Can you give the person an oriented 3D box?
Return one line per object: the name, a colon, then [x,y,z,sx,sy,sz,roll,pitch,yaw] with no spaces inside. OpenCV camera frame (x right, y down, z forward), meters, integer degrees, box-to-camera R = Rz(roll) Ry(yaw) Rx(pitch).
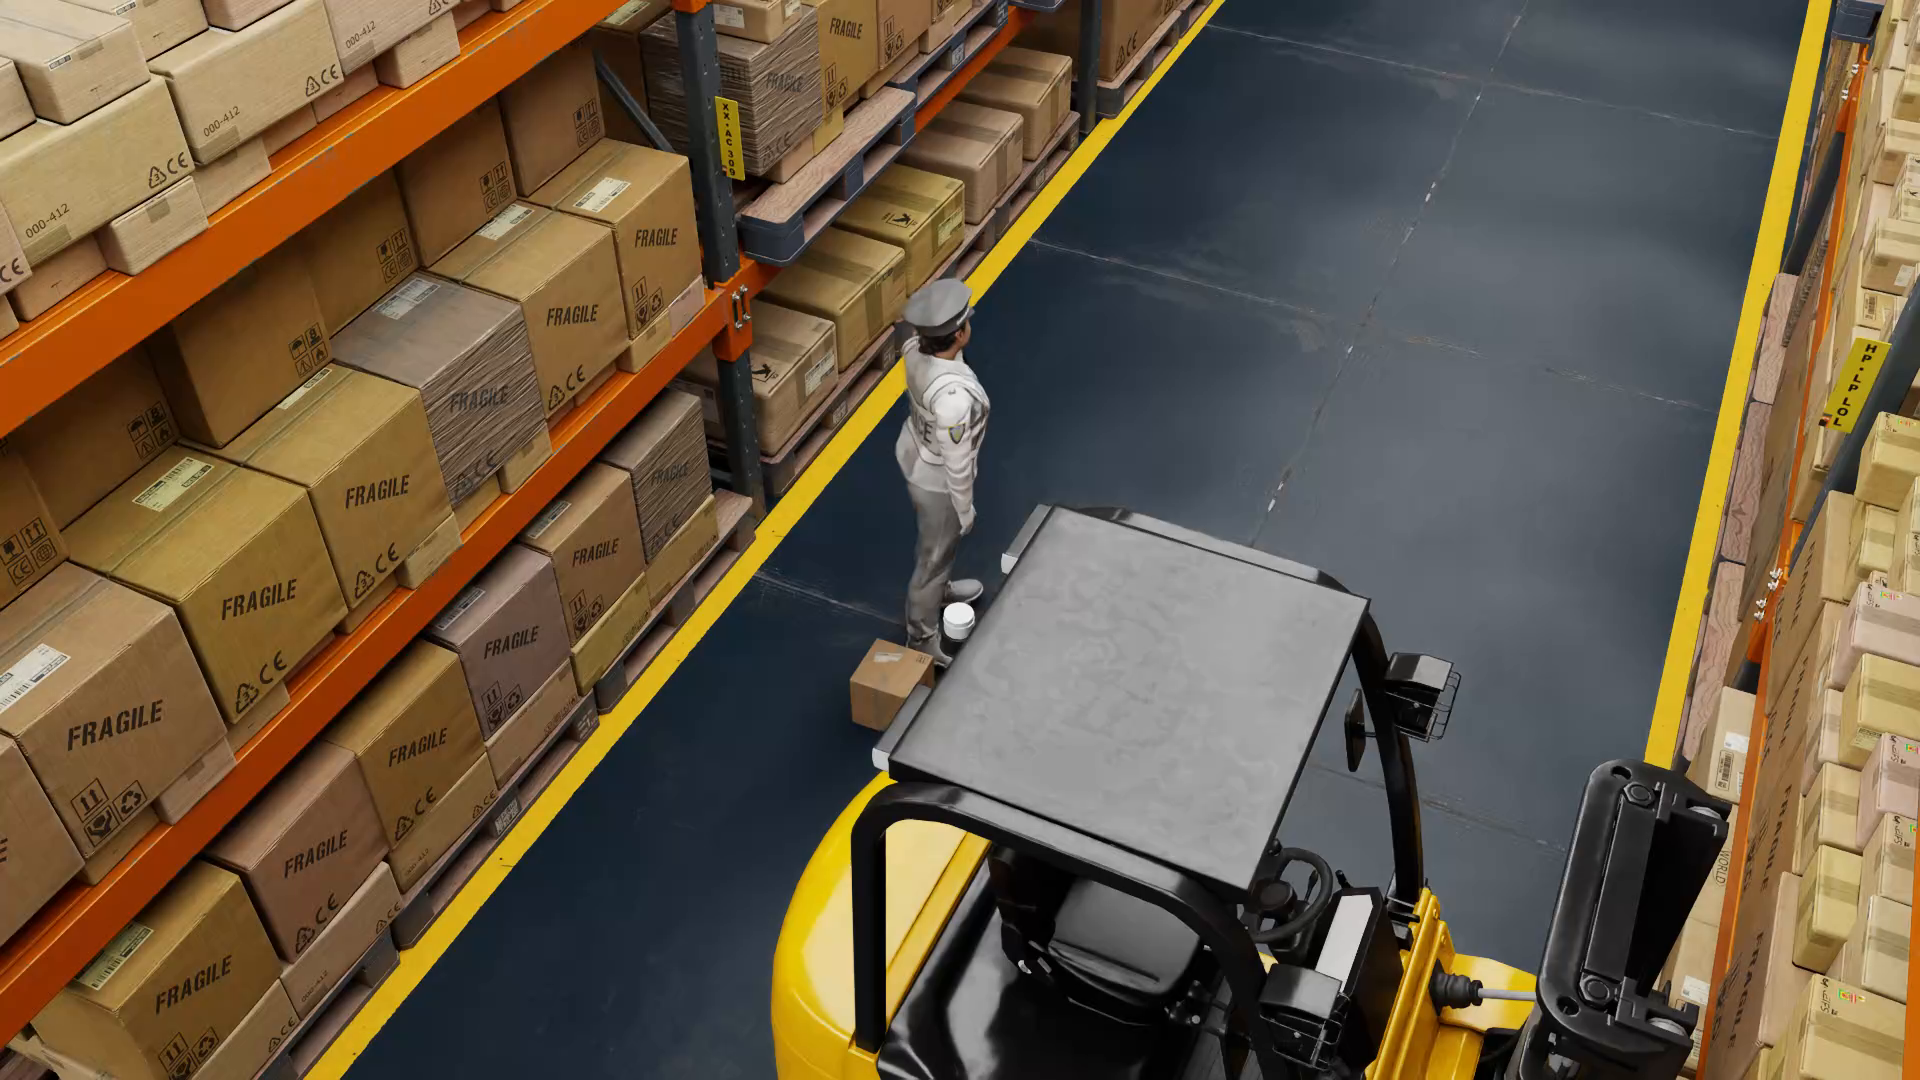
person: [-0.057,-0.258,6.442,0.405,1.679,0.528,-11,43,-12]
